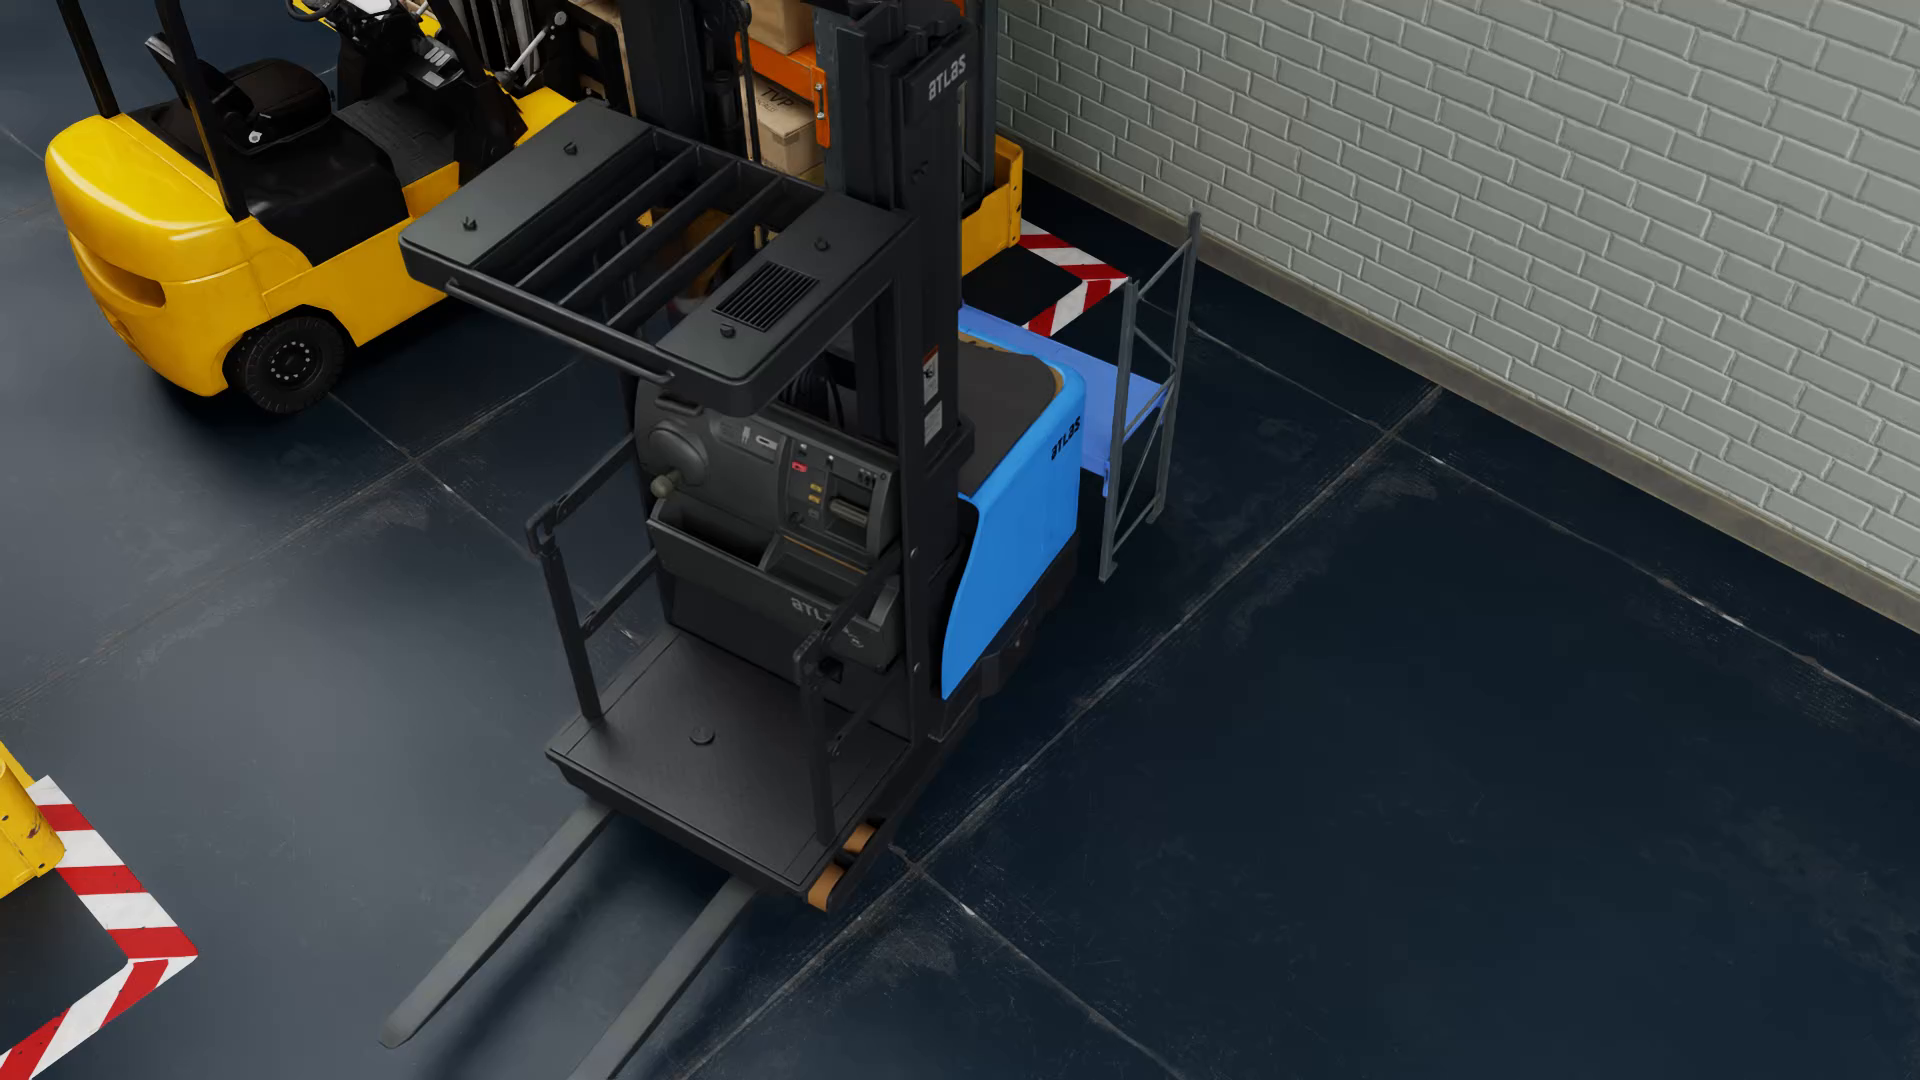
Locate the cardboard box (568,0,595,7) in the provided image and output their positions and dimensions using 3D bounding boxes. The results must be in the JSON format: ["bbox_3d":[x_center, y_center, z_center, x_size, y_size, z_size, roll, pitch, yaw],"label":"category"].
[{"bbox_3d":[-1.887,-2.673,8.223,0.500,0.250,0.500,33,55,27],"label":"cardboard box"}]

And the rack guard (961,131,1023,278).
[{"bbox_3d":[-0.195,-1.452,7.879,0.348,0.500,1.175,34,55,28],"label":"rack guard"}]

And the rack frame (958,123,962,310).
[{"bbox_3d":[-0.143,-0.908,6.682,0.032,1.500,0.500,26,52,22],"label":"rack frame"}]

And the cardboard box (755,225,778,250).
[{"bbox_3d":[-0.772,-1.585,7.887,0.500,0.250,0.500,34,56,28],"label":"cardboard box"}]

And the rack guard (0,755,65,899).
[{"bbox_3d":[-3.632,1.159,5.427,0.348,0.500,1.175,34,55,28],"label":"rack guard"}]

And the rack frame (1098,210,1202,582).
[{"bbox_3d":[0.708,-0.502,6.301,0.032,1.500,0.500,26,52,22],"label":"rack frame"}]

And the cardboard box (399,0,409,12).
[{"bbox_3d":[-3.021,-3.083,9.294,0.500,0.250,0.500,34,56,28],"label":"cardboard box"}]

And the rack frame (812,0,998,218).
[{"bbox_3d":[-0.213,-2.320,6.979,0.127,3.000,1.000,34,55,28],"label":"rack frame"}]

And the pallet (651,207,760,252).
[{"bbox_3d":[-0.803,-1.721,8.329,1.213,0.211,1.003,34,55,28],"label":"pallet"}]

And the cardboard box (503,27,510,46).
[{"bbox_3d":[-2.273,-2.764,8.651,0.500,0.250,0.500,33,55,27],"label":"cardboard box"}]

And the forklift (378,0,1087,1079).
[{"bbox_3d":[-0.723,-0.132,4.972,1.130,2.935,3.031,24,51,21],"label":"forklift"}]

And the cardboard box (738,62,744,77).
[{"bbox_3d":[-1.142,-2.174,7.755,0.500,0.250,0.500,35,56,28],"label":"cardboard box"}]

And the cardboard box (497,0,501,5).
[{"bbox_3d":[-2.267,-2.937,8.471,0.500,0.250,0.500,36,56,29],"label":"cardboard box"}]

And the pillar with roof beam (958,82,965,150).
[{"bbox_3d":[-3.033,-2.894,3.403,0.400,9.000,9.100,34,55,28],"label":"pillar with roof beam"}]

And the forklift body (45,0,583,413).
[{"bbox_3d":[-2.843,-1.989,7.251,1.214,2.155,2.313,34,55,28],"label":"forklift body"}]

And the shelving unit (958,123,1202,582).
[{"bbox_3d":[0.282,-0.705,6.491,1.048,1.500,0.538,26,52,22],"label":"shelving unit"}]

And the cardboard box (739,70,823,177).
[{"bbox_3d":[-0.763,-1.925,7.521,0.500,0.250,0.500,36,56,29],"label":"cardboard box"}]

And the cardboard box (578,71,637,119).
[{"bbox_3d":[-1.537,-2.264,8.182,0.500,0.250,0.500,33,55,27],"label":"cardboard box"}]

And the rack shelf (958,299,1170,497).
[{"bbox_3d":[0.282,-0.581,6.622,1.000,0.185,0.538,26,52,22],"label":"rack shelf"}]

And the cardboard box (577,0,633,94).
[{"bbox_3d":[-1.519,-2.418,7.984,0.500,0.250,0.500,35,56,28],"label":"cardboard box"}]

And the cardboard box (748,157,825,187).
[{"bbox_3d":[-0.782,-1.766,7.715,0.500,0.250,0.500,33,55,27],"label":"cardboard box"}]

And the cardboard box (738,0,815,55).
[{"bbox_3d":[-0.752,-2.456,7.039,0.500,0.500,0.500,33,55,27],"label":"cardboard box"}]

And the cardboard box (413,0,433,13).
[{"bbox_3d":[-2.634,-3.019,8.890,0.500,0.250,0.500,34,55,27],"label":"cardboard box"}]

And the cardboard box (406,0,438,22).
[{"bbox_3d":[-2.637,-2.841,9.066,0.500,0.250,0.500,33,55,27],"label":"cardboard box"}]

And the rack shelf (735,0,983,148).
[{"bbox_3d":[-1.682,-3.062,8.170,4.000,0.370,1.077,34,55,28],"label":"rack shelf"}]
